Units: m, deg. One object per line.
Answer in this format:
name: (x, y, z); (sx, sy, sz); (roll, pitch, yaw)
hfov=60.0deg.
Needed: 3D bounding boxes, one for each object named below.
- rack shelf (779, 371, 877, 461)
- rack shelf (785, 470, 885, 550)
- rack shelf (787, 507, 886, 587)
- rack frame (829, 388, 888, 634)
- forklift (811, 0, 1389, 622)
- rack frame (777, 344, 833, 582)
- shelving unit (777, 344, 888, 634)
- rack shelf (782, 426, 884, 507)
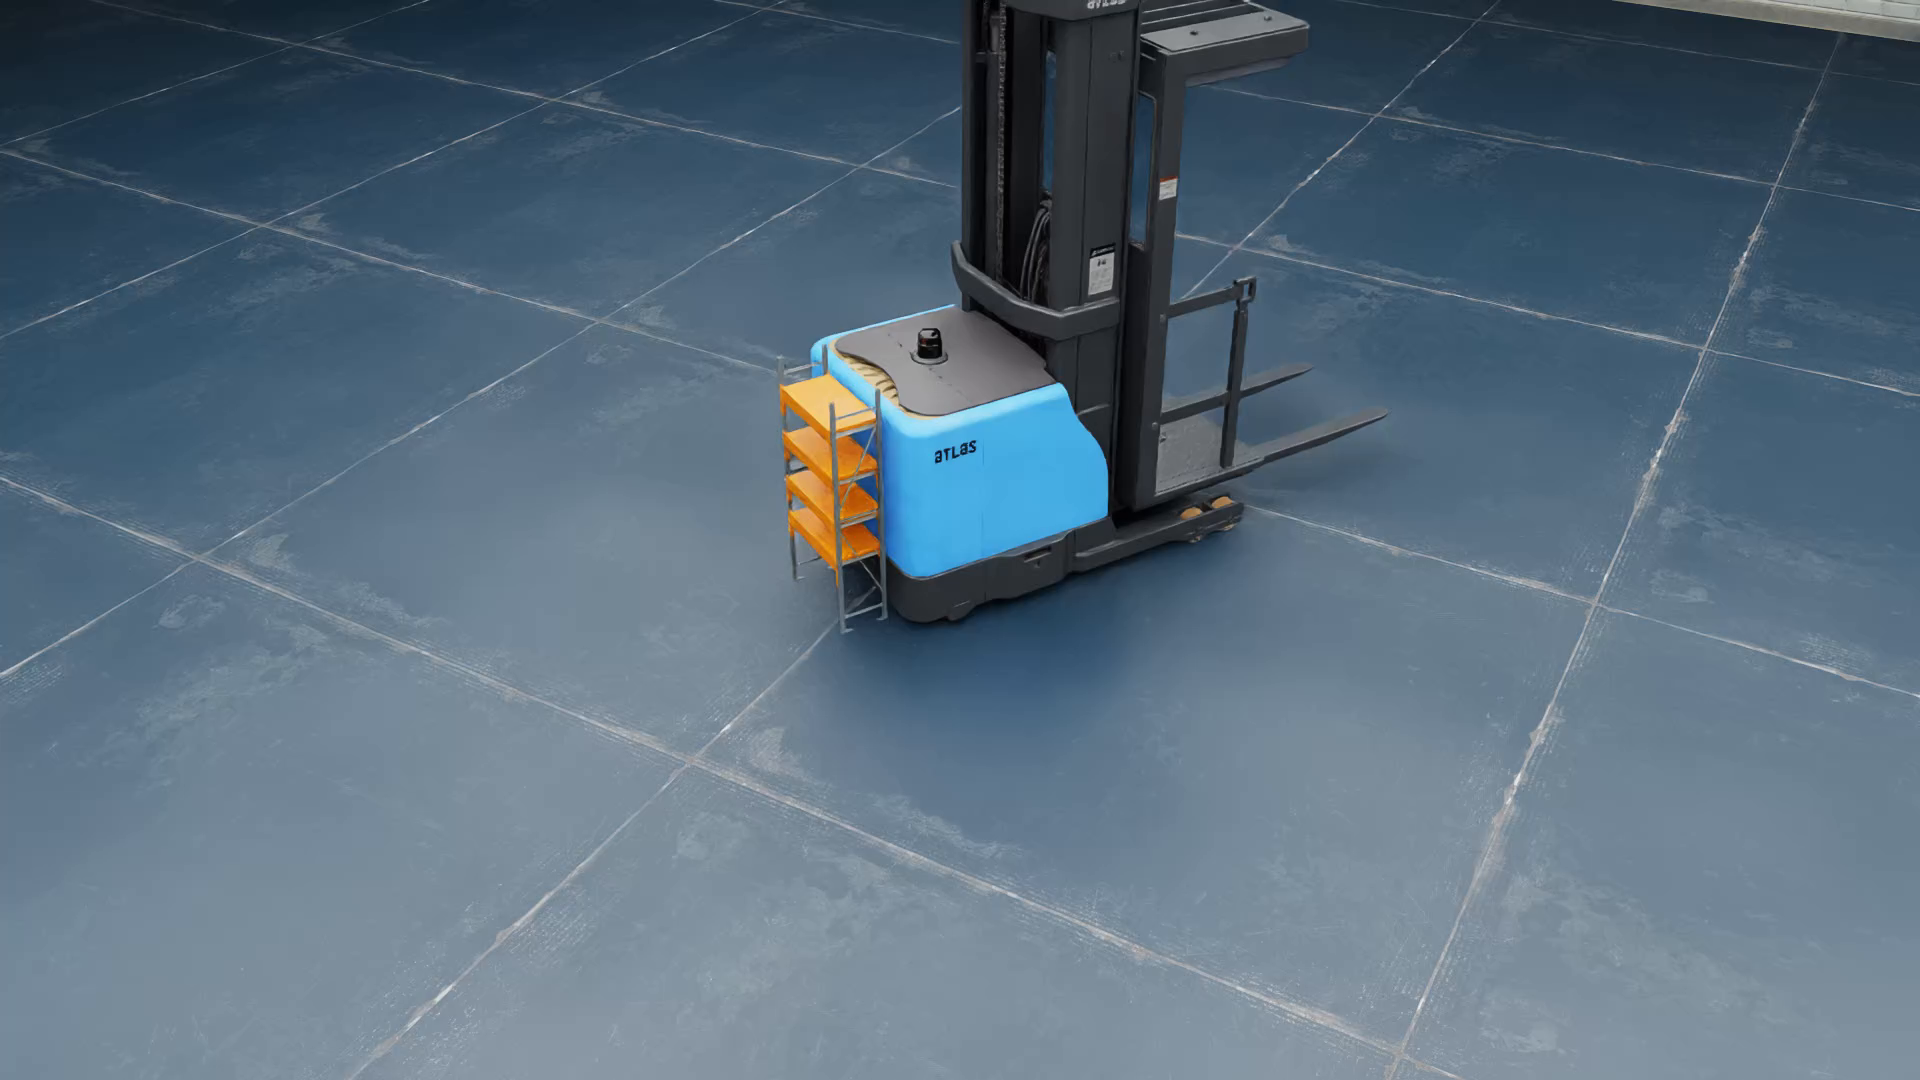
rack shelf: (-0.569, -0.549, 7.282); (0.258, 0.148, 0.480); (-19, 38, -26)
rack shelf: (-0.569, -0.165, 7.537); (0.258, 0.148, 0.480); (-19, 38, -26)
rack shelf: (-0.569, 0.000, 7.647); (0.258, 0.148, 0.480); (-19, 38, -26)
rack frame: (-0.442, -0.106, 7.327); (0.240, 1.200, 0.015); (-19, 38, -26)
forklift: (0.822, -1.444, 7.774); (3.031, 2.935, 1.130); (-18, 38, -25)
rack frame: (-0.696, -0.337, 7.673); (0.240, 1.200, 0.015); (-19, 38, -26)
shelving unit: (-0.569, -0.221, 7.500); (0.258, 1.200, 0.503); (-19, 38, -26)
rack shelf: (-0.569, -0.352, 7.413); (0.258, 0.148, 0.480); (-19, 38, -26)
